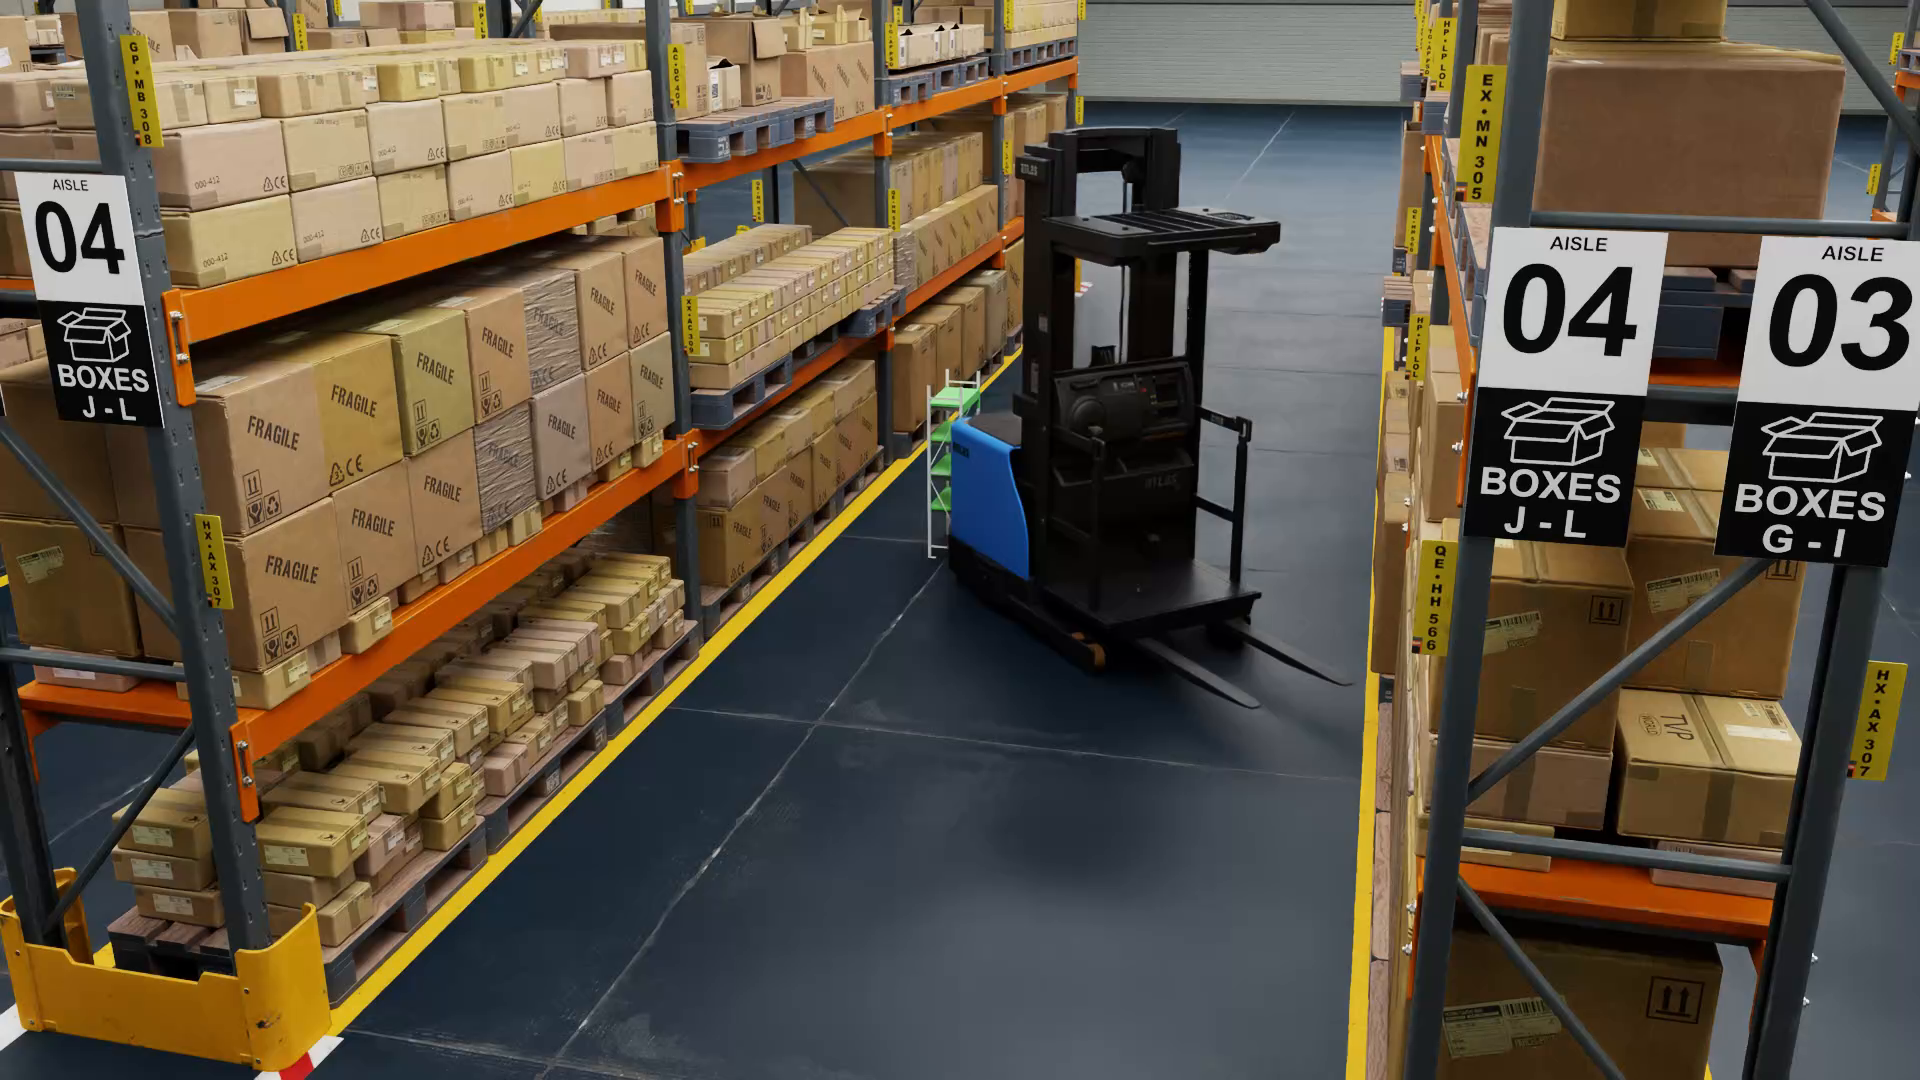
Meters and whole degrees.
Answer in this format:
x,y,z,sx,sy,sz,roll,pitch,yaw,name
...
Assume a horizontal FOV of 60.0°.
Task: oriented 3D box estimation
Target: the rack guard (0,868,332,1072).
x,y,z,sx,sy,sz,roll,pitch,yaw,name
-2.975,1.599,6.233,1.175,0.500,0.348,5,19,13,rack guard

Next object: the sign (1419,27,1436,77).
x,y,z,sx,sy,sz,roll,pitch,yaw,name
3.221,-3.352,11.419,0.100,0.325,0.005,5,19,13,sign

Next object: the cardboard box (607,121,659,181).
x,y,z,sx,sy,sz,roll,pitch,yaw,name
-1.874,-1.987,8.456,0.500,0.250,0.500,5,20,15,cardboard box

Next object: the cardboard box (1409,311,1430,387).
x,y,z,sx,sy,sz,roll,pitch,yaw,name
2.994,-1.081,10.058,0.500,0.500,0.500,5,19,14,cardboard box

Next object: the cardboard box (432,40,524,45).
x,y,z,sx,sy,sz,roll,pitch,yaw,name
-2.421,-2.433,8.370,0.380,0.149,0.250,4,19,11,cardboard box

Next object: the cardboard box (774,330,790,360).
x,y,z,sx,sy,sz,roll,pitch,yaw,name
-1.284,-1.225,10.372,0.380,0.149,0.250,5,19,14,cardboard box

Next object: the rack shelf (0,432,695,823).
x,y,z,sx,sy,sz,roll,pitch,yaw,name
-2.505,0.154,7.710,1.077,0.370,4.000,5,19,13,rack shelf

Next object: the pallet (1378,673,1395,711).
x,y,z,sx,sy,sz,roll,pitch,yaw,name
2.884,0.681,9.366,1.003,0.211,1.213,5,19,13,pallet

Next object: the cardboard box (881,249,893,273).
x,y,z,sx,sy,sz,roll,pitch,yaw,name
-0.718,-2.097,12.466,0.380,0.149,0.250,5,20,15,cardboard box

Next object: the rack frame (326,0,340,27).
x,y,z,sx,sy,sz,roll,pitch,yaw,name
-8.723,-8.164,21.667,1.000,3.000,0.127,5,19,13,rack frame

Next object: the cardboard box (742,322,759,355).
x,y,z,sx,sy,sz,roll,pitch,yaw,name
-1.412,-1.203,9.847,0.380,0.149,0.250,4,19,12,cardboard box

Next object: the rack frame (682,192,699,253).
x,y,z,sx,sy,sz,roll,pitch,yaw,name
-3.909,-4.934,21.493,1.000,3.000,0.127,5,19,13,rack frame

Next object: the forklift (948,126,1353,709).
x,y,z,sx,sy,sz,roll,pitch,yaw,name
1.066,-0.799,9.492,1.130,2.935,3.031,-10,21,-27,forklift

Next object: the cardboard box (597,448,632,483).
x,y,z,sx,sy,sz,roll,pitch,yaw,name
-1.939,-0.418,8.661,0.380,0.149,0.250,5,20,16,cardboard box

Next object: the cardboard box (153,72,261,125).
x,y,z,sx,sy,sz,roll,pitch,yaw,name
-2.614,-1.496,5.627,0.380,0.149,0.250,5,20,16,cardboard box

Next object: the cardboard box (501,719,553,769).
x,y,z,sx,sy,sz,roll,pitch,yaw,name
-2.190,0.965,7.981,0.380,0.149,0.250,5,19,13,cardboard box

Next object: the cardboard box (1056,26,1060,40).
x,y,z,sx,sy,sz,roll,pitch,yaw,name
0.915,-5.672,18.595,0.380,0.149,0.250,4,19,13,cardboard box

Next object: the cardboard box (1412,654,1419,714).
x,y,z,sx,sy,sz,roll,pitch,yaw,name
1.807,0.524,5.900,0.380,0.149,0.250,4,19,12,cardboard box

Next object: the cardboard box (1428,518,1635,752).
x,y,z,sx,sy,sz,roll,pitch,yaw,name
1.656,0.265,4.882,0.500,0.500,0.500,5,19,14,cardboard box

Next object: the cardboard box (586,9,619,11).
x,y,z,sx,sy,sz,roll,pitch,yaw,name
-4.360,-6.363,20.191,0.380,0.149,0.250,5,19,13,cardboard box

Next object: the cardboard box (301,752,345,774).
x,y,z,sx,sy,sz,roll,pitch,yaw,name
-2.850,1.022,7.354,0.380,0.149,0.250,4,19,13,cardboard box

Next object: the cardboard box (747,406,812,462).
x,y,z,sx,sy,sz,roll,pitch,yaw,name
-1.323,-0.722,11.218,0.500,0.250,0.500,5,20,15,cardboard box

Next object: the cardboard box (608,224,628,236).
x,y,z,sx,sy,sz,roll,pitch,yaw,name
-4.232,-3.428,19.526,0.500,0.500,0.500,6,20,16,cardboard box

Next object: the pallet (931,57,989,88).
x,y,z,sx,sy,sz,roll,pitch,yaw,name
-0.238,-4.359,15.464,0.805,0.209,1.217,4,19,11,pallet

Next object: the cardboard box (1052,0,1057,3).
x,y,z,sx,sy,sz,roll,pitch,yaw,name
0.852,-5.968,18.230,0.380,0.149,0.250,4,19,13,cardboard box

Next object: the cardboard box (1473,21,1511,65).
x,y,z,sx,sy,sz,roll,pitch,yaw,name
3.268,-2.669,9.412,0.797,0.503,0.637,4,19,13,cardboard box

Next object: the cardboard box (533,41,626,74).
x,y,z,sx,sy,sz,roll,pitch,yaw,name
-1.882,-2.384,8.228,0.380,0.149,0.250,5,20,15,cardboard box

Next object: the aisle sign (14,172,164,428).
x,y,z,sx,sy,sz,roll,pitch,yaw,name
-2.720,-0.744,5.202,0.394,0.787,0.004,5,19,13,aisle sign

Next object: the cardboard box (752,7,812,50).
x,y,z,sx,sy,sz,roll,pitch,yaw,name
-1.180,-3.344,10.859,0.396,0.266,0.258,5,19,13,cardboard box

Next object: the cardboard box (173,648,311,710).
x,y,z,sx,sy,sz,roll,pitch,yaw,name
-2.596,0.483,6.021,0.380,0.149,0.250,4,19,13,cardboard box

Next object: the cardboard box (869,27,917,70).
x,y,z,sx,sy,sz,roll,pitch,yaw,name
-0.649,-3.900,13.159,0.500,0.311,0.500,5,19,13,cardboard box

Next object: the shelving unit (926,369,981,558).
x,y,z,sx,sy,sz,roll,pitch,yaw,name
-0.040,-0.516,11.342,0.258,1.200,0.503,5,19,13,shelving unit

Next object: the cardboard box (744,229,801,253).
x,y,z,sx,sy,sz,roll,pitch,yaw,name
-1.403,-2.215,12.350,0.380,0.149,0.250,4,19,12,cardboard box

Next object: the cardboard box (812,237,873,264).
x,y,z,sx,sy,sz,roll,pitch,yaw,name
-0.841,-2.078,11.951,0.380,0.149,0.250,5,20,15,cardboard box

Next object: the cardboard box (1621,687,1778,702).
x,y,z,sx,sy,sz,roll,pitch,yaw,name
2.291,0.501,5.352,0.500,0.250,0.500,4,19,13,cardboard box

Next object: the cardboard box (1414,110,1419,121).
x,y,z,sx,sy,sz,roll,pitch,yaw,name
4.811,-4.035,16.699,0.500,0.500,0.500,5,19,13,cardboard box

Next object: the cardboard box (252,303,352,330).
x,y,z,sx,sy,sz,roll,pitch,yaw,name
-2.881,-0.707,6.955,0.500,0.500,0.500,6,20,16,cardboard box

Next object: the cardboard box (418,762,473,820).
x,y,z,sx,sy,sz,roll,pitch,yaw,name
-2.353,1.069,7.219,0.380,0.149,0.250,5,20,15,cardboard box

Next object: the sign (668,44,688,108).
x,y,z,sx,sy,sz,roll,pitch,yaw,name
-1.488,-2.437,8.743,0.100,0.325,0.005,5,19,13,sign

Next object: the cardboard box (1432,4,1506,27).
x,y,z,sx,sy,sz,roll,pitch,yaw,name
3.735,-3.678,12.247,0.500,0.500,0.500,5,19,13,cardboard box

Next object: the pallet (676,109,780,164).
x,y,z,sx,sy,sz,roll,pitch,yaw,name
-1.762,-2.329,9.517,1.213,0.211,1.003,5,19,13,pallet

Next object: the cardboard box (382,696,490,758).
x,y,z,sx,sy,sz,roll,pitch,yaw,name
-2.342,0.836,7.439,0.380,0.149,0.250,5,20,16,cardboard box

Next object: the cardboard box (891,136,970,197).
x,y,z,sx,sy,sz,roll,pitch,yaw,name
-0.301,-3.524,15.663,0.700,0.500,0.500,4,19,12,cardboard box

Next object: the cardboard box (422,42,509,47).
x,y,z,sx,sy,sz,roll,pitch,yaw,name
-2.427,-2.350,8.127,0.380,0.149,0.250,4,19,13,cardboard box

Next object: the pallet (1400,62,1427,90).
x,y,z,sx,sy,sz,roll,pitch,yaw,name
4.469,-4.043,14.535,1.213,0.211,1.003,5,19,13,pallet

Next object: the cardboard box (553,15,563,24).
x,y,z,sx,sy,sz,roll,pitch,yaw,name
-4.457,-5.515,17.708,0.380,0.149,0.250,5,20,15,cardboard box

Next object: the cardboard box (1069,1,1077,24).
x,y,z,sx,sy,sz,roll,pitch,yaw,name
1.067,-6.135,19.335,0.500,0.250,0.500,5,19,14,cardboard box

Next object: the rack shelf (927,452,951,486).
x,y,z,sx,sy,sz,roll,pitch,yaw,name
-0.040,-0.455,11.362,0.258,0.148,0.480,5,19,13,rack shelf

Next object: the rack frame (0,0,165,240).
x,y,z,sx,sy,sz,roll,pitch,yaw,name
-2.993,-2.399,4.789,1.000,3.000,0.127,5,19,13,rack frame

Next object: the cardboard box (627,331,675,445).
x,y,z,sx,sy,sz,roll,pitch,yaw,name
-1.860,-0.828,8.856,0.500,0.500,0.500,5,19,13,cardboard box

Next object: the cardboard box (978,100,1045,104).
x,y,z,sx,sy,sz,roll,pitch,yaw,name
0.474,-4.699,18.902,0.875,0.550,0.550,5,19,13,cardboard box

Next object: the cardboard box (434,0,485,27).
x,y,z,sx,sy,sz,roll,pitch,yaw,name
-4.904,-5.273,16.652,0.500,0.250,0.500,5,20,15,cardboard box

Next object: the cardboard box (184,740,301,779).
x,y,z,sx,sy,sz,roll,pitch,yaw,name
-3.053,0.957,7.084,0.380,0.149,0.250,4,19,12,cardboard box

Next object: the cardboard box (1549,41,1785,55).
x,y,z,sx,sy,sz,roll,pitch,yaw,name
2.200,-1.349,5.398,0.700,0.500,0.500,3,19,10,cardboard box

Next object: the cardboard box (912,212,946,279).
x,y,z,sx,sy,sz,roll,pitch,yaw,name
-0.422,-2.552,14.363,0.500,0.500,0.500,5,19,13,cardboard box
